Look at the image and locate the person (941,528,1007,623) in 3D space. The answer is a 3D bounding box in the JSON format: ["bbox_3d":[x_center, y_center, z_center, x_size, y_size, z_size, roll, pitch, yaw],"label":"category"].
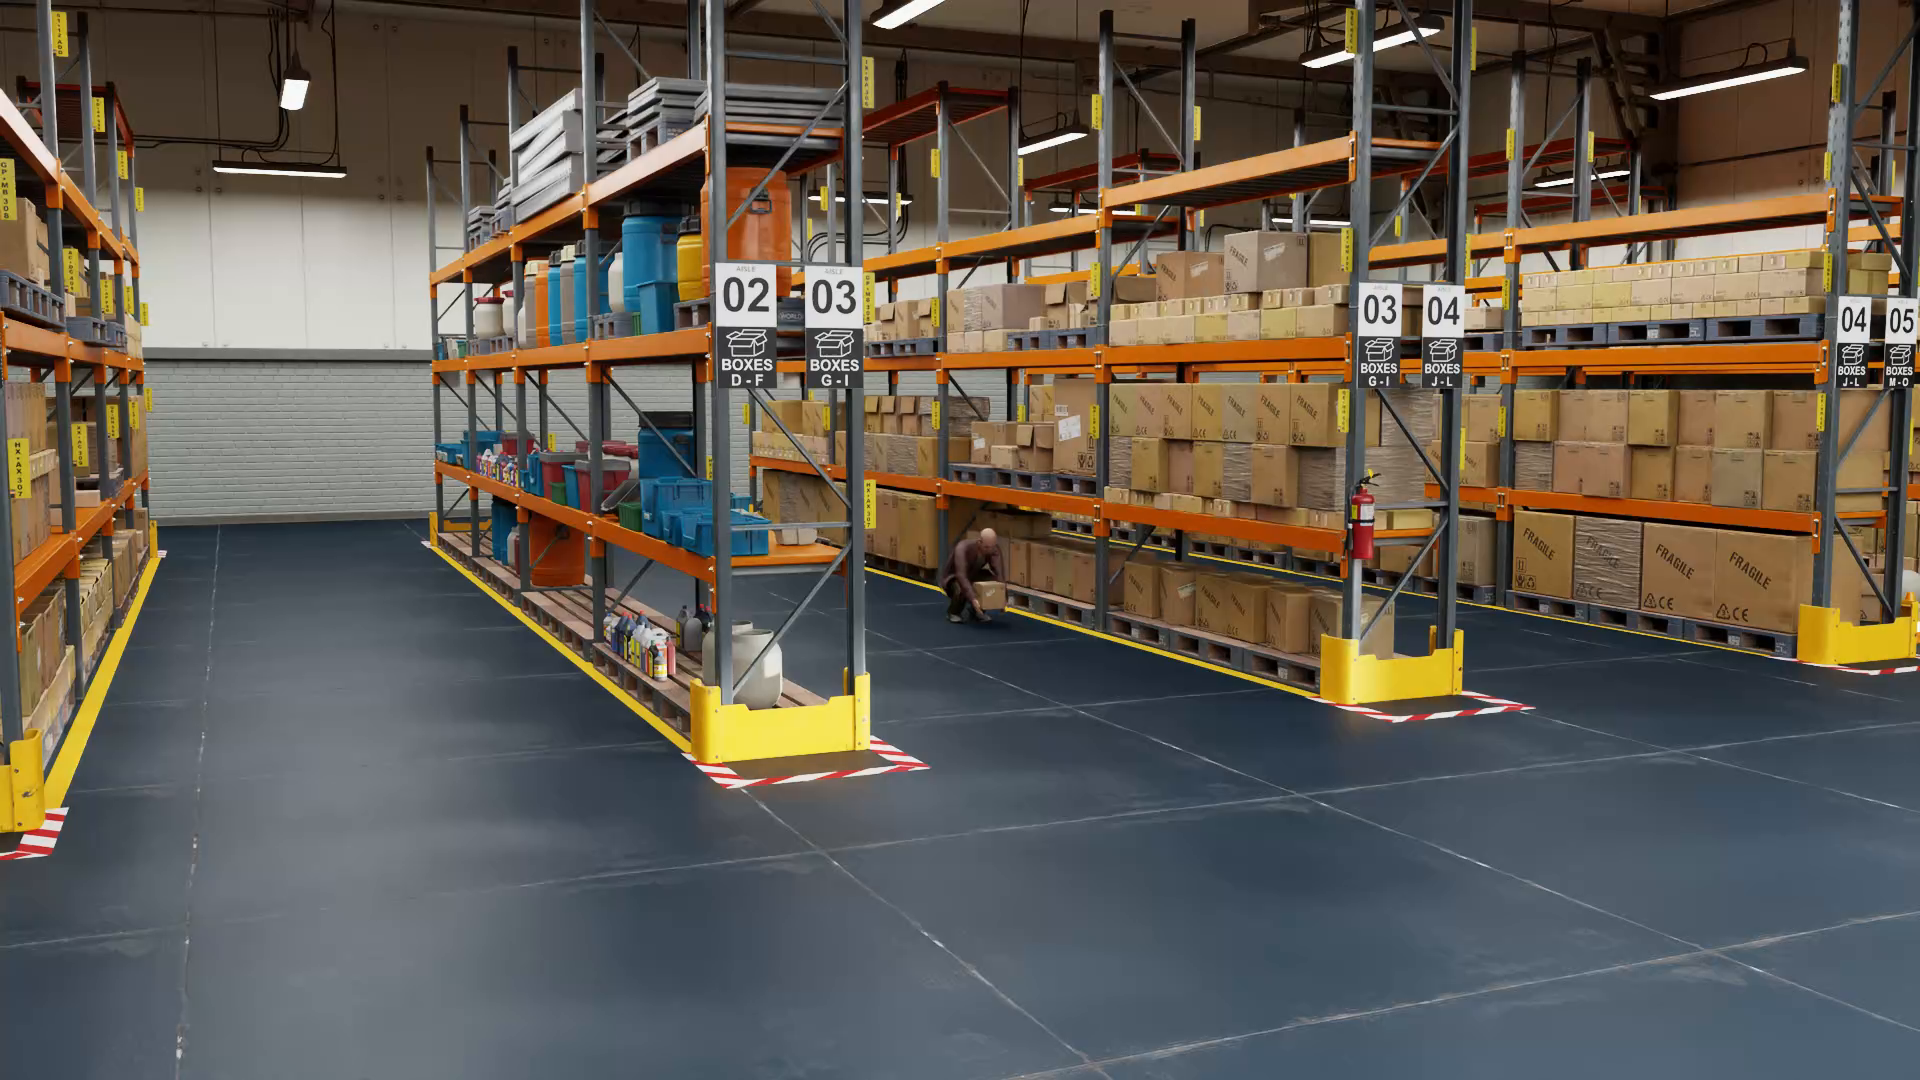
[{"bbox_3d":[0.149,0.368,17.086,0.597,0.978,0.912,-2,6,-24],"label":"person"}]
